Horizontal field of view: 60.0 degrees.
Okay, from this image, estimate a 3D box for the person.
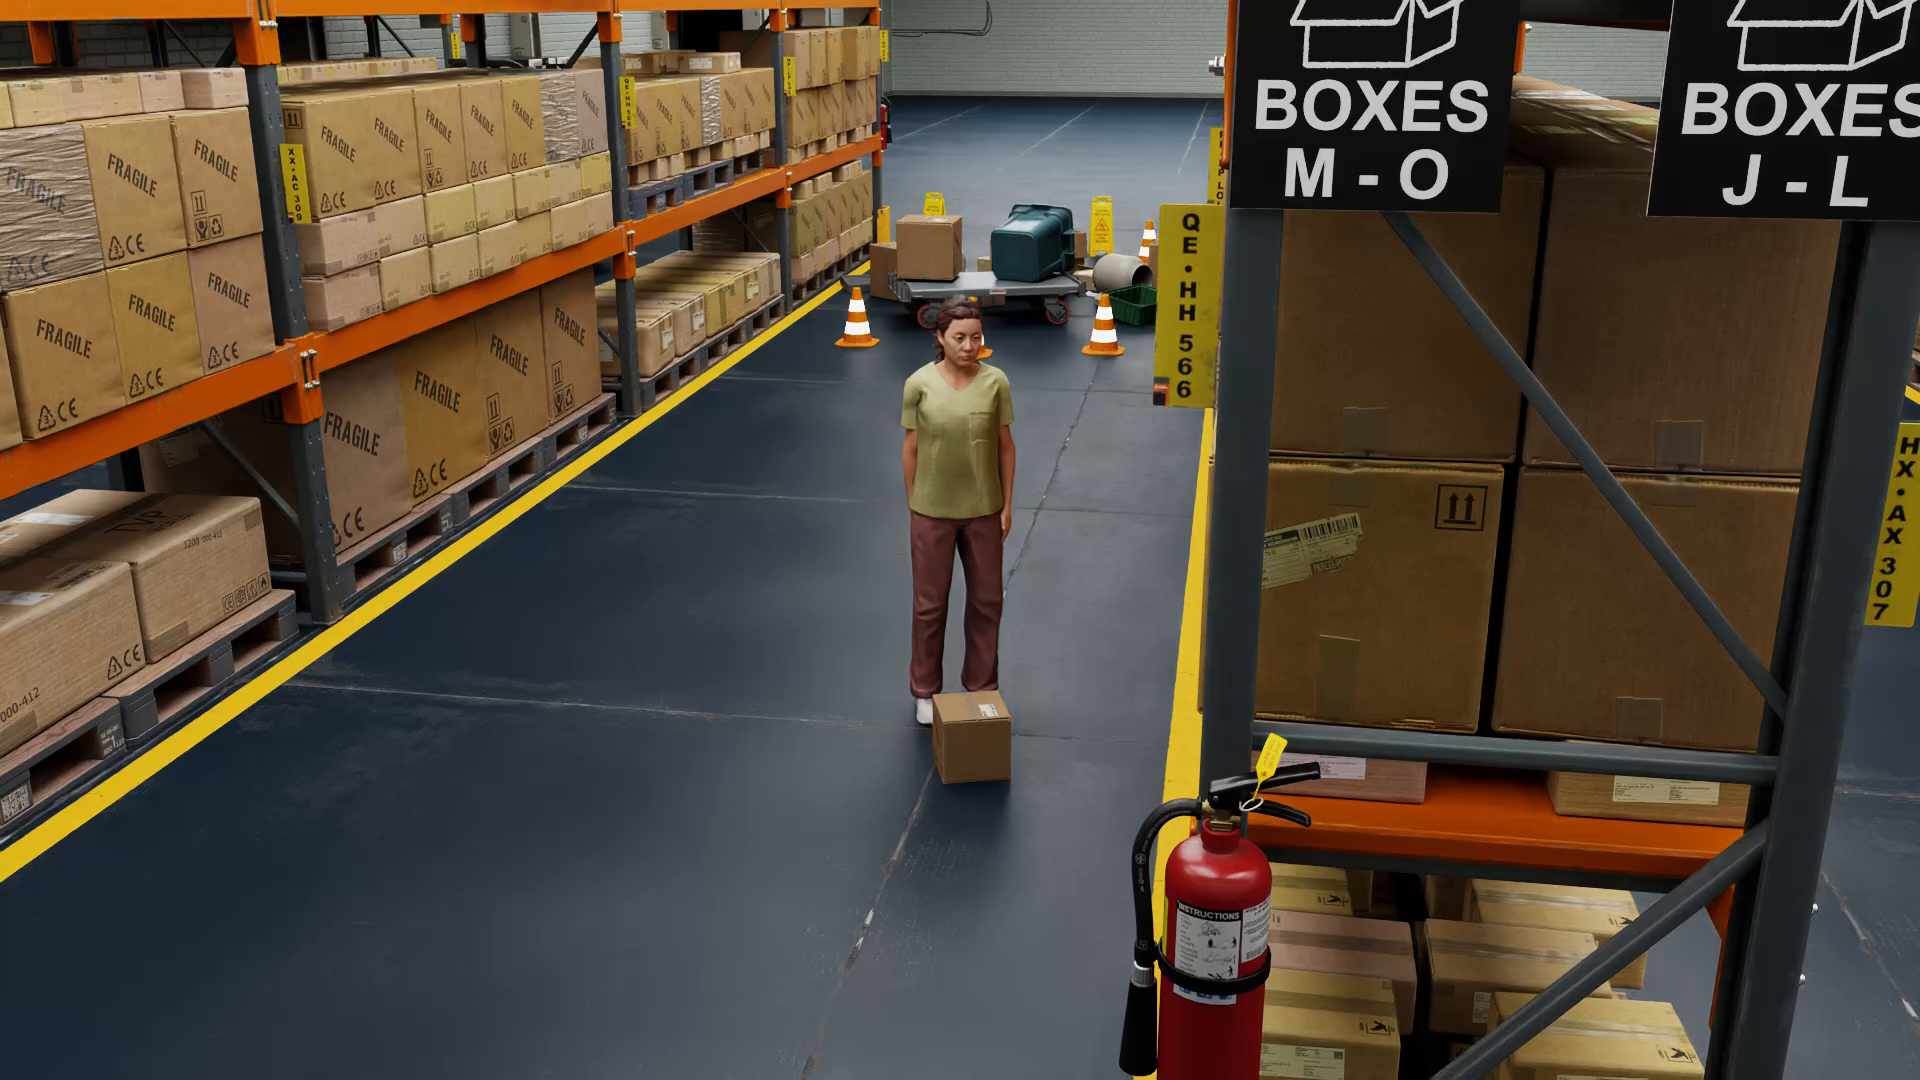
[{"bbox_3d":[-0.003,-0.114,6.418,0.443,1.673,0.360,-3,18,-8],"label":"person"}]
